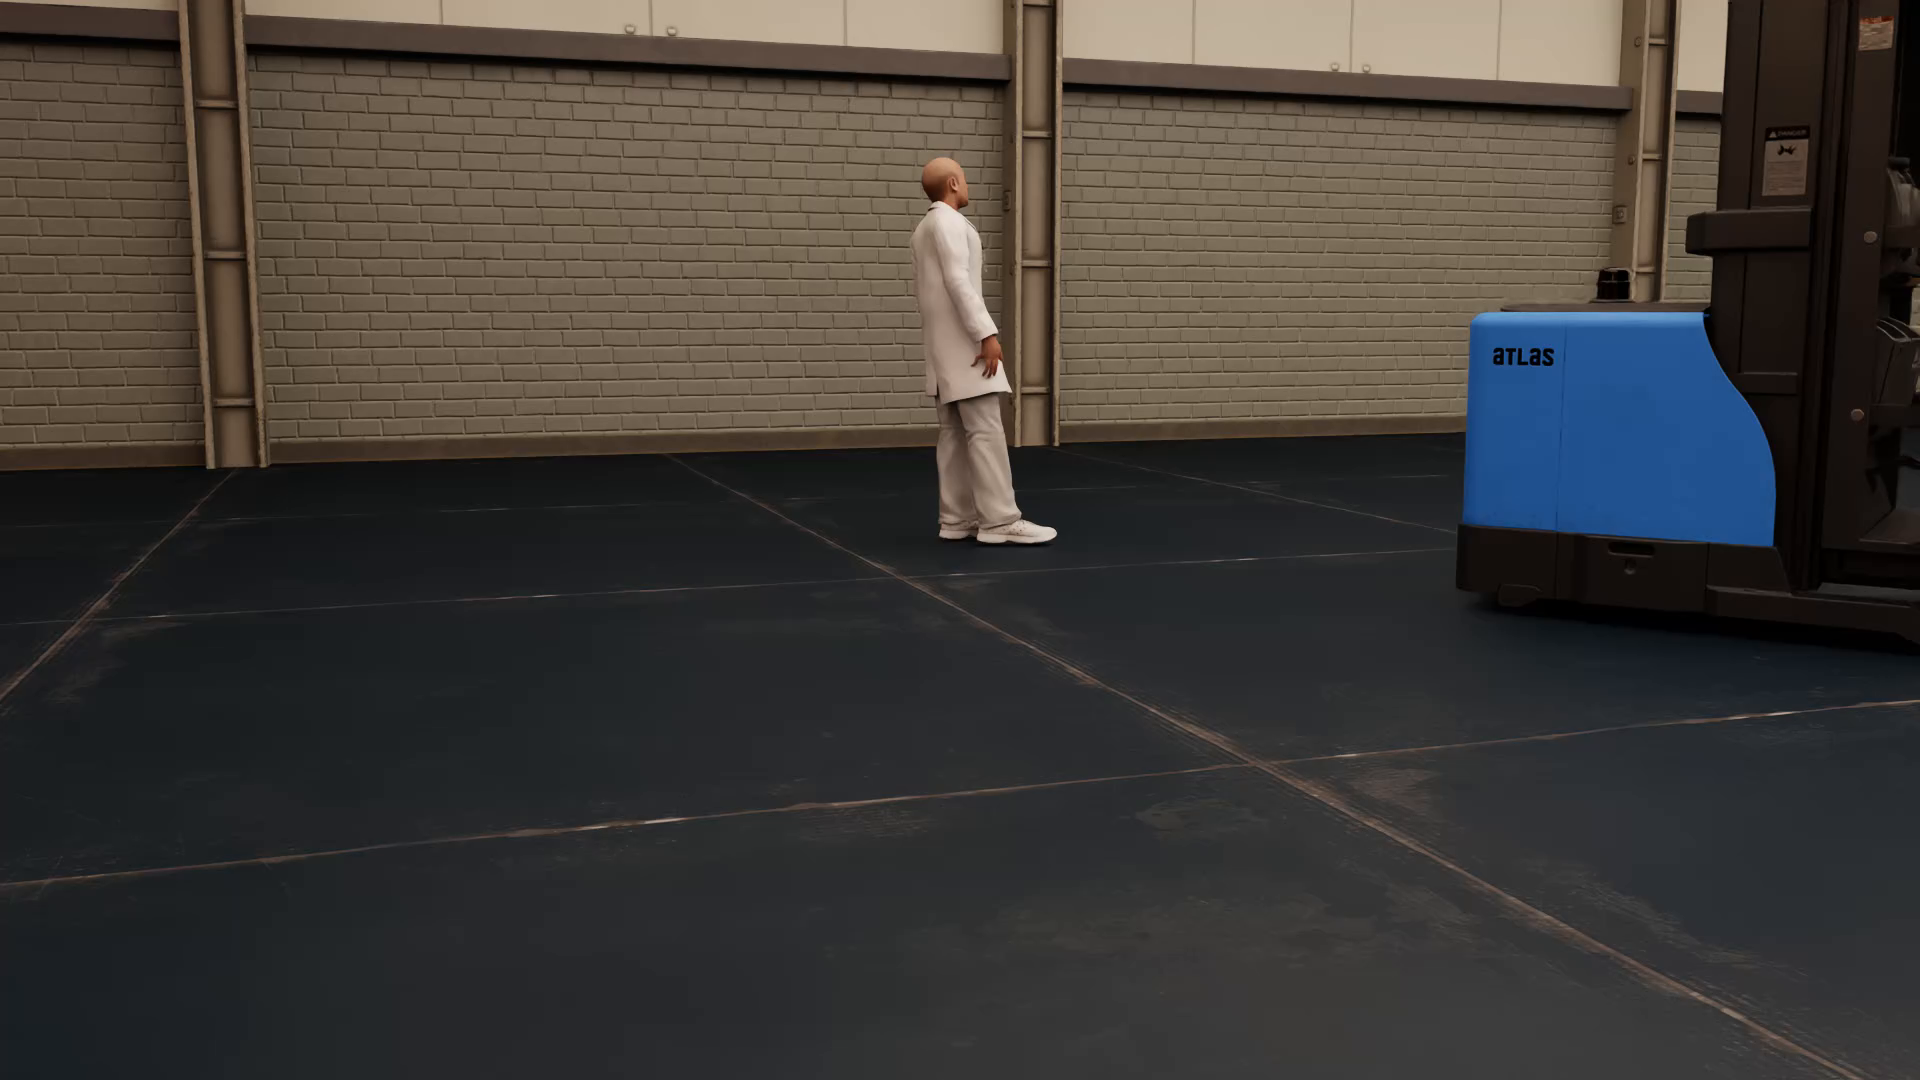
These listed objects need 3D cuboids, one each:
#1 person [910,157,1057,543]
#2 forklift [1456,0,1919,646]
[{"bbox_3d":[0.088,-0.891,7.828,0.578,1.778,0.696,-3,8,-18],"label":"person"},{"bbox_3d":[3.321,-1.142,5.447,3.031,2.935,1.130,5,9,34],"label":"forklift"}]
